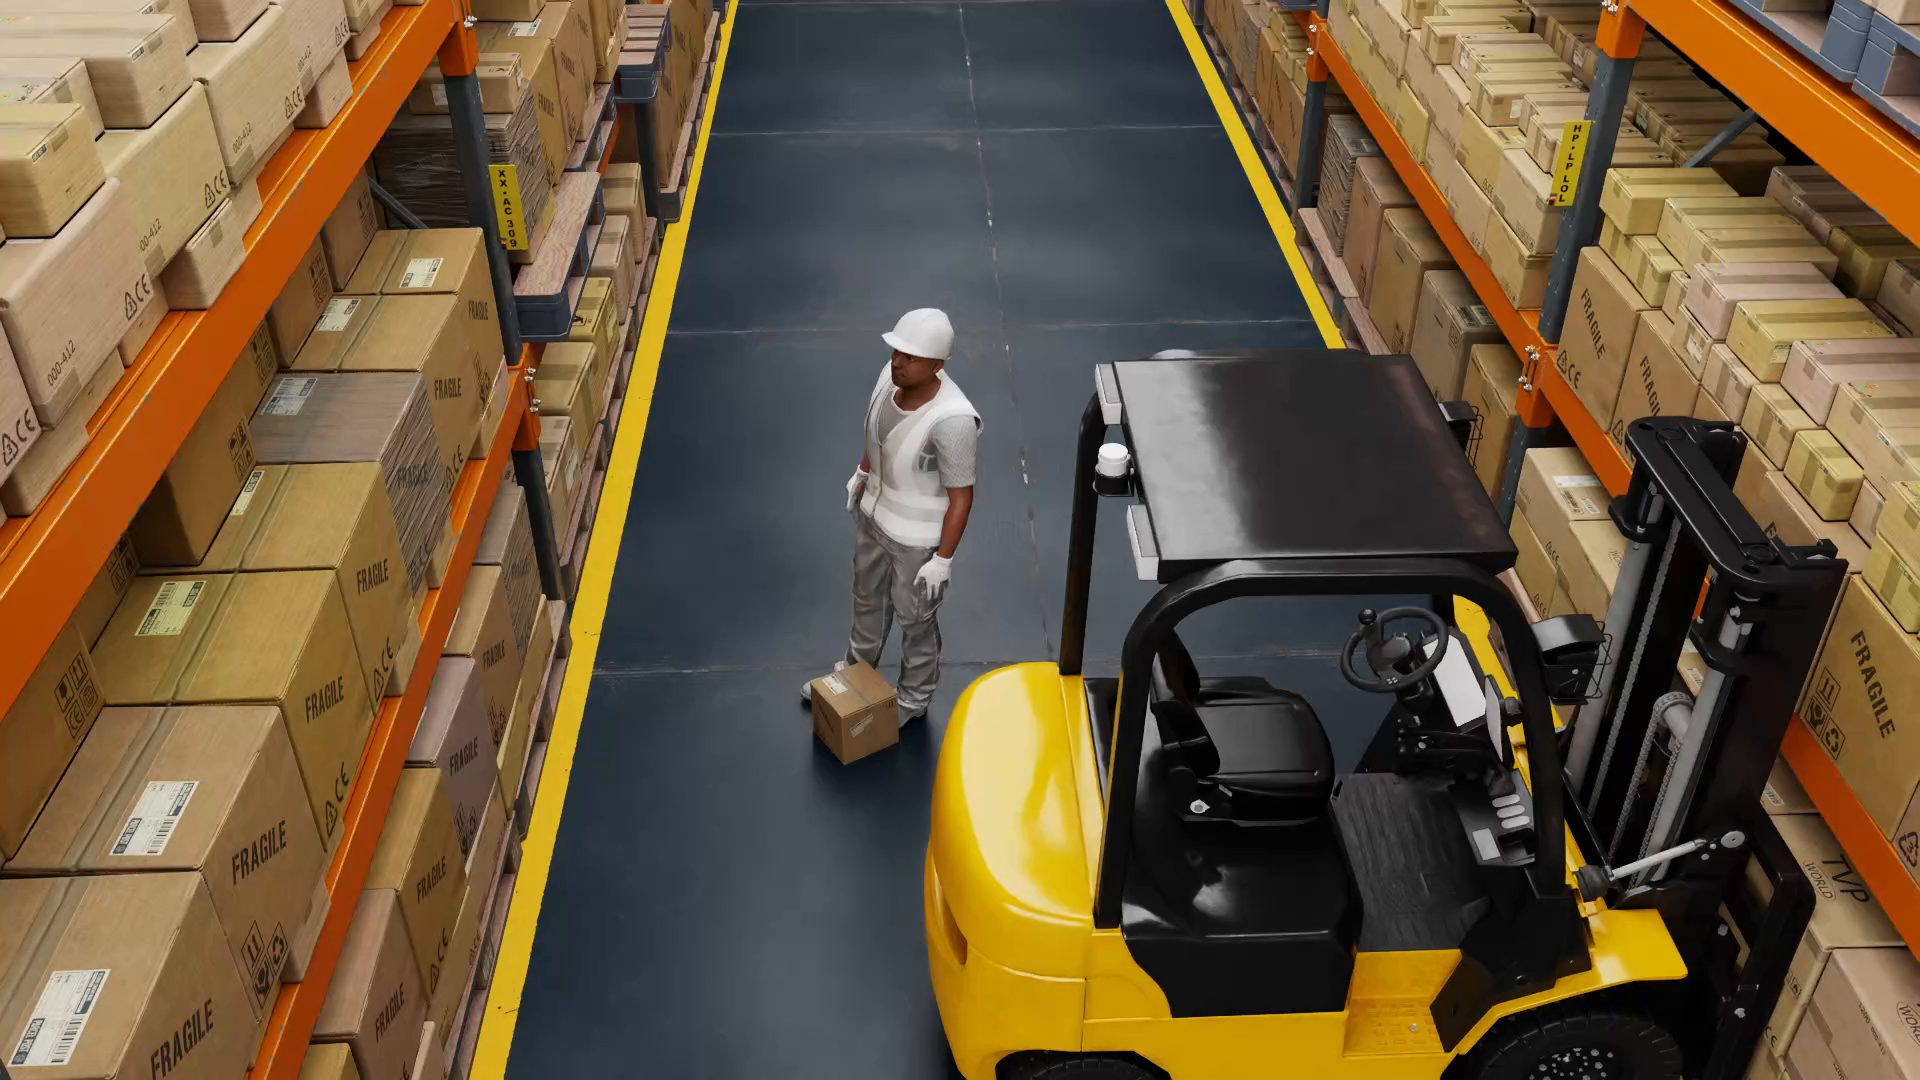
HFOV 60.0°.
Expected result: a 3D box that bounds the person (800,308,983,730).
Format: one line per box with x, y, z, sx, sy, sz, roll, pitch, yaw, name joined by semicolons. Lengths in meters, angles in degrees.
-0.260;-0.037;6.164;0.574;1.786;0.656;-19;39;-25;person
